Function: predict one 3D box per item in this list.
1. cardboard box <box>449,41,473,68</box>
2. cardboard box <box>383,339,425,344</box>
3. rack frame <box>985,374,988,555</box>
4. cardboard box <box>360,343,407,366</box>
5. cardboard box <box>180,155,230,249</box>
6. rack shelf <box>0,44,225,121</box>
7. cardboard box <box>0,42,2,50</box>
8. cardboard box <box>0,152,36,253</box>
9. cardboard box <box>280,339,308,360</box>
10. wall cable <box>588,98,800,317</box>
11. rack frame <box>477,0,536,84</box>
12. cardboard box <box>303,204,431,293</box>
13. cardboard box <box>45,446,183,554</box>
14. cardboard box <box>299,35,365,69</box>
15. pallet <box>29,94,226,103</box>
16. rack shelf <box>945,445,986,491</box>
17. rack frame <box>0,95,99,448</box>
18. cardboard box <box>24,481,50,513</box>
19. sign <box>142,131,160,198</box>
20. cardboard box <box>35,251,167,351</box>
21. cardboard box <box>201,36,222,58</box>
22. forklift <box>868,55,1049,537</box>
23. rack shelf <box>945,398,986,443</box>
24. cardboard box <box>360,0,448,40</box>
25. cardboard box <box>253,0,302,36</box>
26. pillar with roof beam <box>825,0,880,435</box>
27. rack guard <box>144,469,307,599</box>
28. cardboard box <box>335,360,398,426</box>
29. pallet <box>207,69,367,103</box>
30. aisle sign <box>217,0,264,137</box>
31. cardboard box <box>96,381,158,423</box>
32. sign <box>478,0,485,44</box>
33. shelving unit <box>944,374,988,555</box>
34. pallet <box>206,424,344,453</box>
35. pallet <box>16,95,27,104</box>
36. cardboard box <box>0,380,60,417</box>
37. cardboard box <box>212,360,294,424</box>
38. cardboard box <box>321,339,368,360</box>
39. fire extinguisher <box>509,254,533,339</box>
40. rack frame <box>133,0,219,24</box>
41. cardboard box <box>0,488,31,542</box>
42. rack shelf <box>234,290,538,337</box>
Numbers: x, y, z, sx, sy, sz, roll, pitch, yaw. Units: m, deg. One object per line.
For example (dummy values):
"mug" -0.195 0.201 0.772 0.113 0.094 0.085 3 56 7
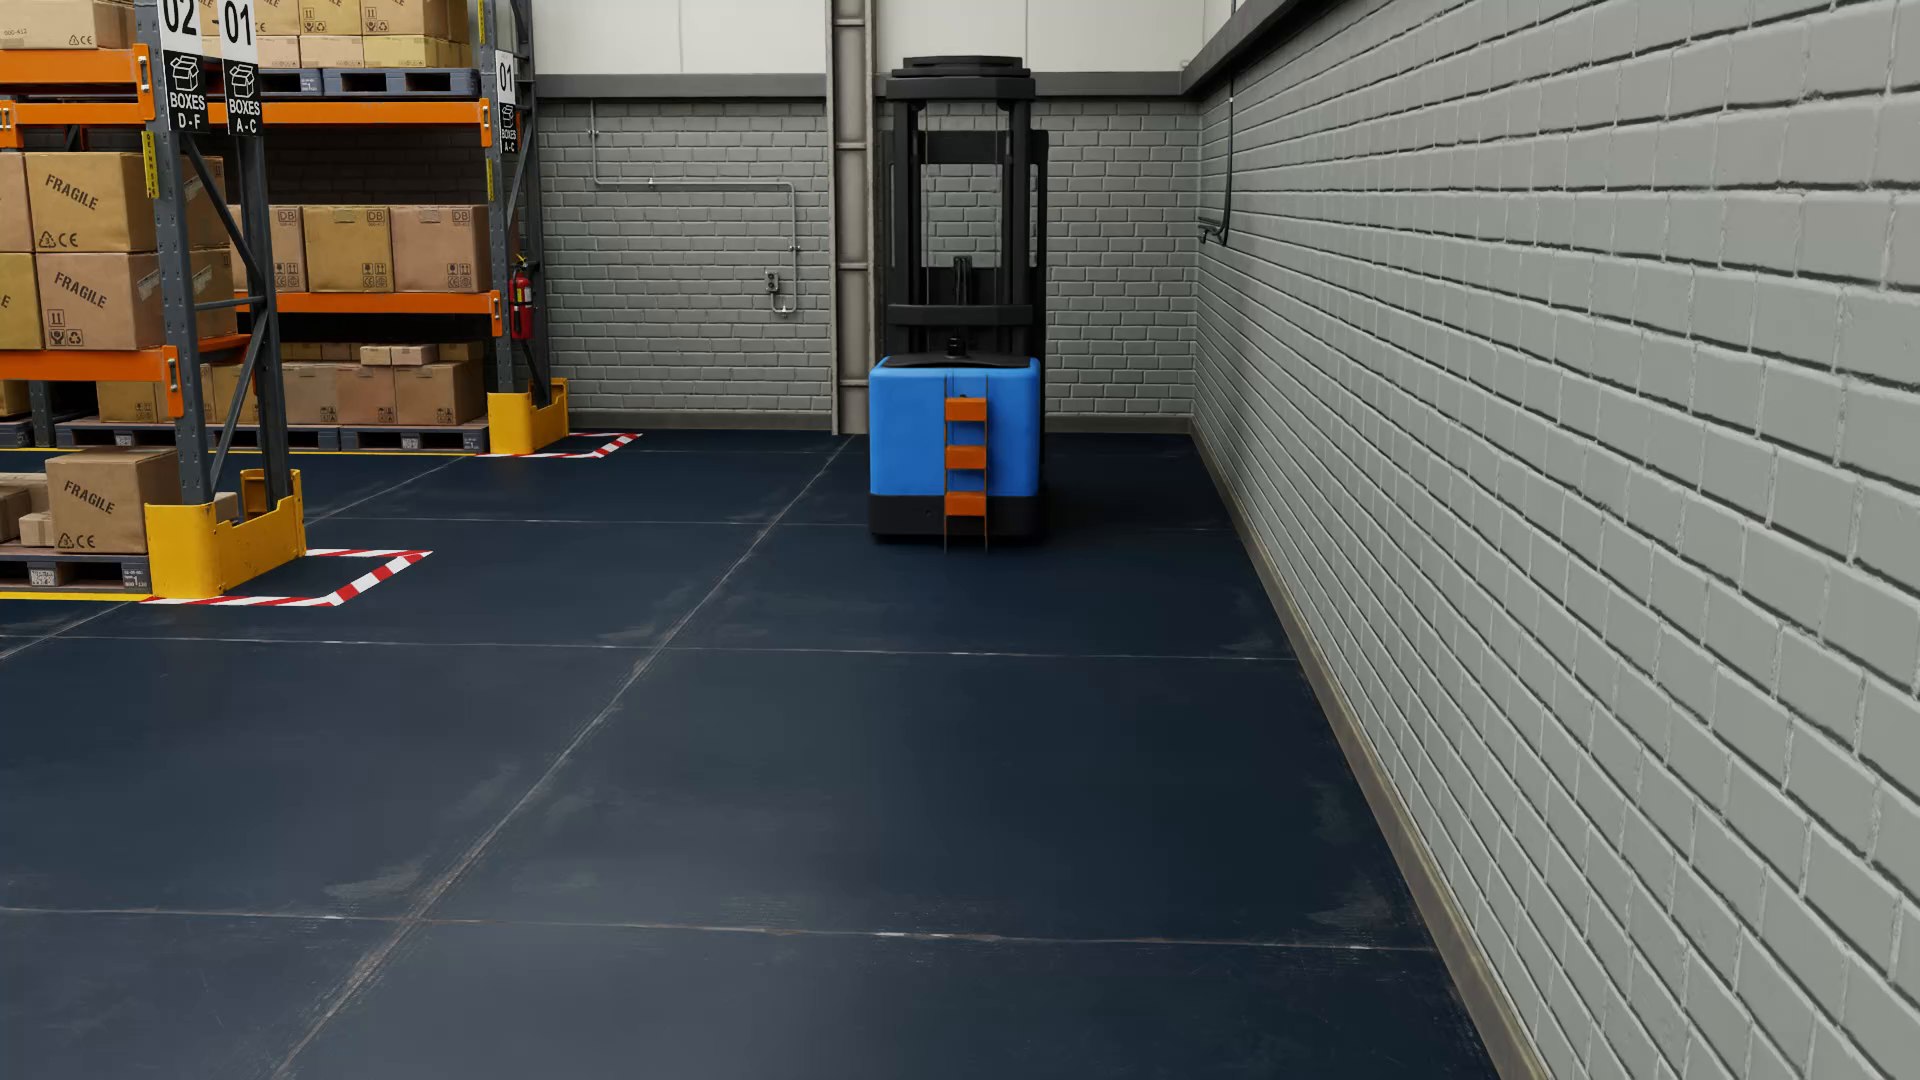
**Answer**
"cardboard box" -4.392 -3.997 13.822 0.500 0.250 0.500 1 12 7
"cardboard box" -4.752 -1.622 14.194 0.250 0.149 0.380 1 12 4
"rack frame" 0.158 -0.445 9.833 0.008 1.050 0.200 0 12 2
"cardboard box" -4.780 -1.544 13.821 0.250 0.149 0.380 1 12 5
"cardboard box" -4.432 -1.874 9.215 0.500 0.500 0.500 1 12 5
"rack shelf" -6.002 -2.419 8.939 4.000 0.370 1.077 1 12 4
"cardboard box" -5.035 -2.633 8.569 0.500 0.250 0.500 1 12 4
"cardboard box" -4.973 -1.771 8.722 0.500 0.500 0.500 1 12 5
"cardboard box" -5.764 -1.636 14.260 0.250 0.149 0.380 1 12 3
"wall cable" -2.339 -2.961 14.616 1.851 1.984 0.084 1 12 4
"rack frame" -3.680 -5.224 13.265 0.127 3.000 1.000 1 12 4
"cardboard box" -4.916 -2.447 13.909 0.700 0.700 0.980 1 12 3
"cardboard box" -4.566 -0.225 9.047 0.500 0.500 0.500 1 12 4
"cardboard box" -4.947 -3.900 13.356 0.500 0.250 0.500 0 12 2
"pallet" -6.855 -3.754 13.779 1.213 0.211 1.003 1 12 4
"rack shelf" 0.036 -0.436 9.840 0.240 0.259 0.215 0 12 2
"rack frame" -7.671 -2.343 14.141 0.127 3.000 1.000 1 12 4
"cardboard box" -5.029 -0.218 9.623 0.500 0.250 0.500 1 12 4
"sign" -4.064 -1.884 8.350 0.005 0.325 0.100 1 12 4
"cardboard box" -4.472 -1.275 8.795 0.500 0.500 0.500 1 12 5
"cardboard box" -5.979 -3.913 13.420 0.500 0.250 0.500 0 12 2
"forklift" 0.043 -1.702 11.247 1.130 2.935 3.031 1 12 3
"rack shelf" 0.036 -0.714 9.782 0.240 0.259 0.215 0 12 2
"cardboard box" -4.428 -4.259 13.239 0.500 0.500 0.500 1 12 4
"cardboard box" -5.448 -4.273 13.308 0.500 0.500 0.500 0 12 1
"pillar with roof beam" -1.215 -4.485 9.729 0.400 9.000 9.100 1 12 4
"rack guard" -4.083 -0.053 9.302 0.348 0.500 1.175 1 12 4
"cardboard box" -4.884 -1.266 14.073 0.500 0.500 0.700 1 12 4
"pallet" -5.641 -3.737 13.697 1.213 0.211 1.003 1 12 4
"aisle sign" -3.919 -2.607 9.058 0.004 0.787 0.394 1 12 4
"cardboard box" -6.931 -1.293 14.205 0.500 0.500 0.700 1 12 4
"sign" -3.730 -4.040 12.961 0.005 0.325 0.100 1 12 4
"shelving unit" 0.036 -0.446 9.838 0.252 1.050 0.215 0 12 2
"pallet" -5.697 -0.935 14.223 1.213 0.211 1.003 1 12 4
"pallet" -8.589 -3.720 13.865 1.217 0.209 0.805 0 12 1
"cardboard box" -8.328 -1.478 14.234 0.750 0.750 0.750 1 12 4
"cardboard box" -5.918 -1.278 14.133 0.500 0.500 0.700 1 12 5
"cardboard box" -5.256 -1.629 14.226 0.250 0.149 0.380 1 12 5
"fire extinguisher" -3.560 -1.971 13.465 0.183 0.674 0.296 1 12 4
"rack frame" -4.007 -4.212 8.427 0.127 3.000 1.000 1 12 4
"cardboard box" -5.512 -0.122 9.164 0.500 0.250 0.500 1 12 4
"rack shelf" -5.675 -1.963 14.084 4.000 0.370 1.077 1 12 4
